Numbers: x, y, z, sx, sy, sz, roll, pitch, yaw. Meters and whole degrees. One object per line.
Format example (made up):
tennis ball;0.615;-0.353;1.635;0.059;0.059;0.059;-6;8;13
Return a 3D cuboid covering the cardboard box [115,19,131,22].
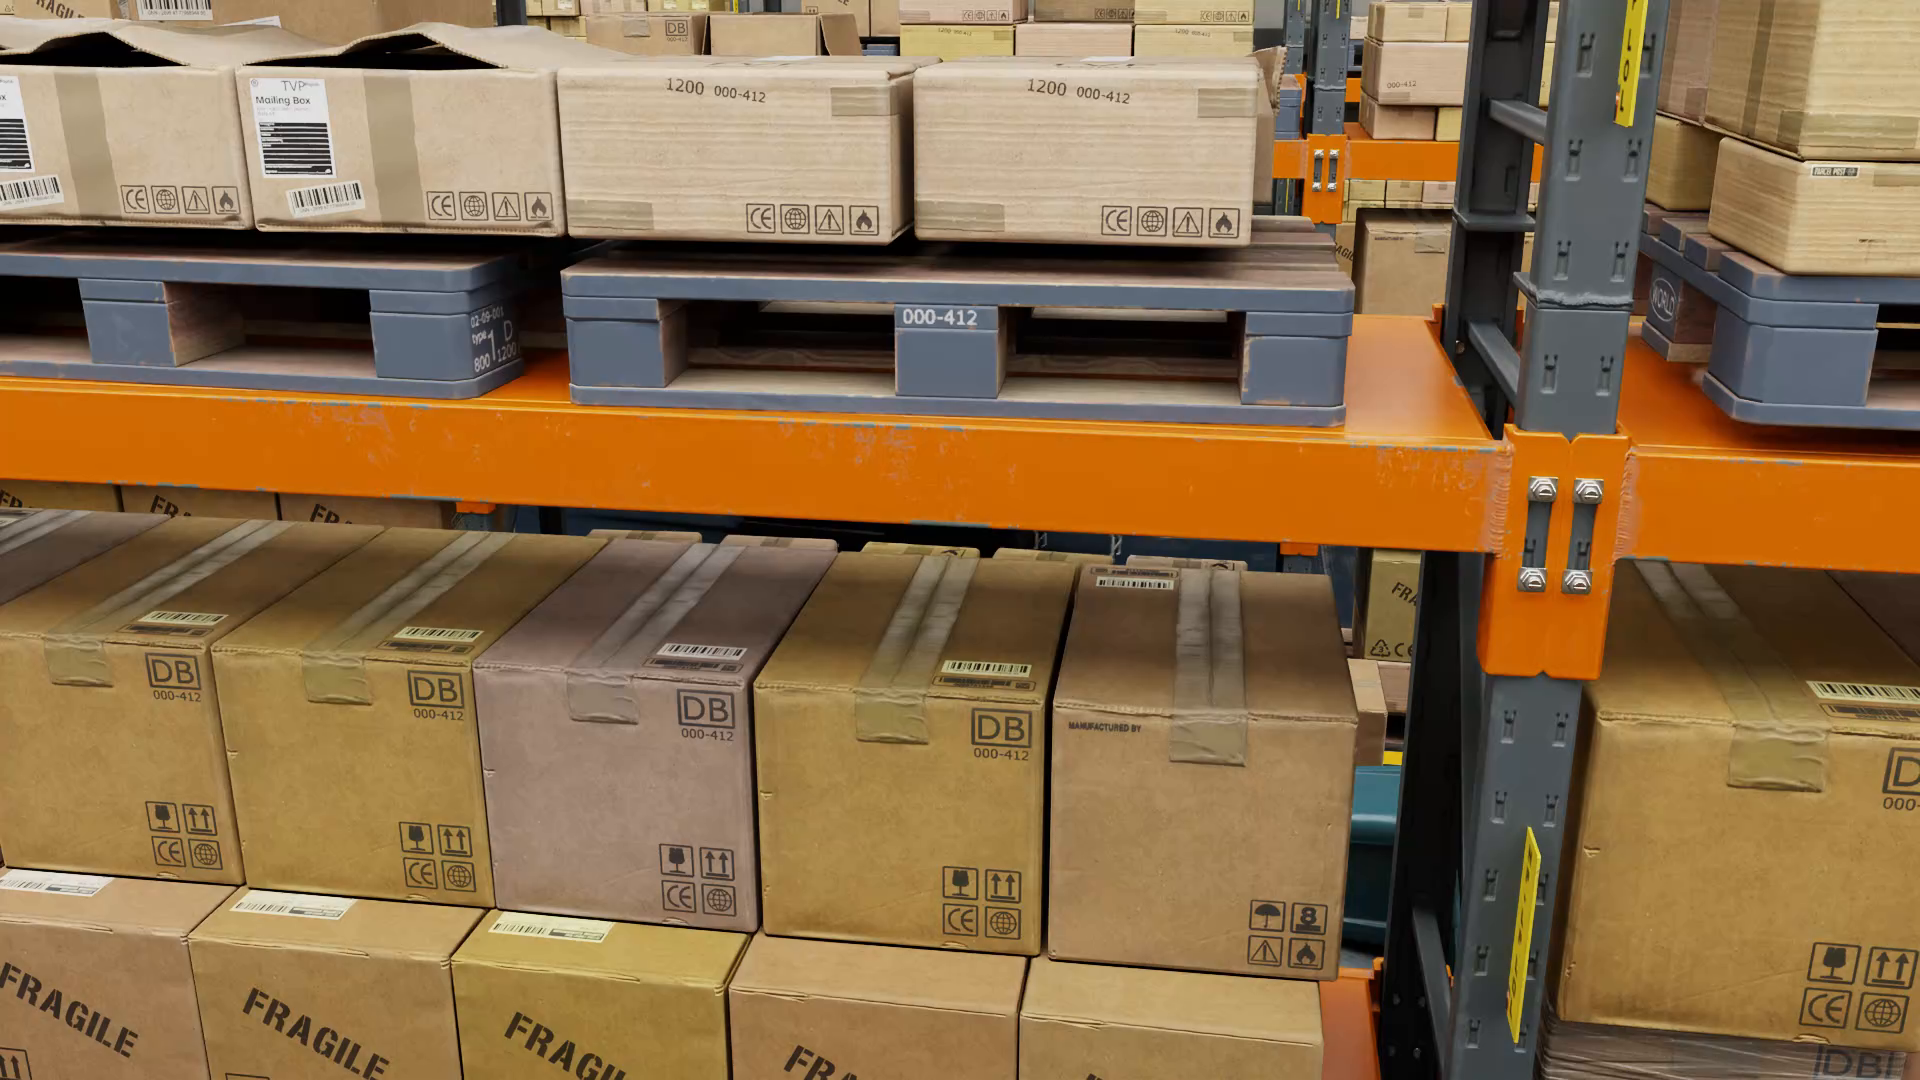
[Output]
cardboard box;-3.737;-2.326;7.850;0.258;0.266;0.396;2;19;7

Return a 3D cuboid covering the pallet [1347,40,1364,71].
pallet;3.257;-3.508;11.972;1.213;0.211;1.003;3;19;9

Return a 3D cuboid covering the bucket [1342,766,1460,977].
bucket;1.442;1.065;5.656;0.620;0.611;0.726;-1;16;31

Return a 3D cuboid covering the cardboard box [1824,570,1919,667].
cardboard box;1.862;0.386;2.983;0.550;0.550;0.875;3;19;9

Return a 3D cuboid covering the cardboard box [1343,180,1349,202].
cardboard box;2.679;-2.549;12.046;0.250;0.149;0.380;3;19;10

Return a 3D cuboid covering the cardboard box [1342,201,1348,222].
cardboard box;2.684;-2.419;12.125;0.250;0.149;0.380;3;19;8

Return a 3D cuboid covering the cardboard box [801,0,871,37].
cardboard box;-0.862;-3.967;12.228;0.500;0.500;0.500;3;19;9

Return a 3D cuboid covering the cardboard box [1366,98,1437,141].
cardboard box;1.899;-1.817;7.175;0.250;0.149;0.380;3;19;8

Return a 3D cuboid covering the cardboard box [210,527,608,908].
cardboard box;-1.055;0.327;3.364;0.500;0.500;0.700;3;19;8

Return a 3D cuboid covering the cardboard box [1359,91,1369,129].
cardboard box;1.988;-1.990;7.692;0.250;0.149;0.380;3;19;9

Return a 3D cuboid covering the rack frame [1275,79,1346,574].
rack frame;1.627;-0.607;7.890;0.127;3.000;1.000;3;19;9

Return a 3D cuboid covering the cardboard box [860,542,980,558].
cardboard box;-0.288;0.345;8.525;0.625;0.372;0.950;4;19;10

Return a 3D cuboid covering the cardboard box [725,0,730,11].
cardboard box;-1.858;-4.150;12.892;0.250;0.149;0.380;2;19;7

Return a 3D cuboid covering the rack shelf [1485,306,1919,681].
rack shelf;2.917;-0.032;2.577;4.000;0.370;1.077;3;19;9

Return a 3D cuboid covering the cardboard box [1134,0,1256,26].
cardboard box;1.035;-2.384;7.260;0.500;0.250;0.500;3;19;10

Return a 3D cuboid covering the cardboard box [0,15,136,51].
cardboard box;-1.928;-0.921;3.421;0.500;0.311;0.500;3;19;9

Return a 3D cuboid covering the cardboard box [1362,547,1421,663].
cardboard box;2.167;0.256;7.799;0.500;0.500;0.500;4;19;11

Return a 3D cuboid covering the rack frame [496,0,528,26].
rack frame;-2.322;-3.653;7.540;0.127;3.000;1.000;3;19;9

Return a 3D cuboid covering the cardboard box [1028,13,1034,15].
cardboard box;0.576;-3.839;12.370;0.250;0.166;0.380;3;19;9

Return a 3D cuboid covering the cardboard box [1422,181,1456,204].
cardboard box;3.442;-2.509;11.927;0.250;0.149;0.380;3;19;10

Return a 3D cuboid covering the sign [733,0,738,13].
sign;-1.627;-3.861;12.074;0.005;0.325;0.100;3;19;9

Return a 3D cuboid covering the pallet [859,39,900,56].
pallet;-0.854;-3.690;12.675;1.003;0.211;1.213;4;19;11

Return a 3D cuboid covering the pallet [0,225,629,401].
pallet;-1.259;-0.514;3.183;1.213;0.211;1.003;4;19;11

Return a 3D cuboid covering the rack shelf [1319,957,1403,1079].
rack shelf;-1.033;1.189;3.655;4.000;0.370;1.077;3;19;9

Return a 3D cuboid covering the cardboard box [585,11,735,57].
cardboard box;-1.388;-2.227;7.848;0.500;0.500;0.700;3;19;9

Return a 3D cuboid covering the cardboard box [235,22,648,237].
cardboard box;-0.824;-0.697;2.753;0.500;0.311;0.500;2;19;7

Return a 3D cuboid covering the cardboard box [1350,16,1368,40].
cardboard box;2.806;-3.594;11.668;0.250;0.149;0.380;3;19;10

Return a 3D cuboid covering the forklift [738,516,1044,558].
forklift;-0.921;-1.496;10.655;3.031;2.935;1.130;6;19;16

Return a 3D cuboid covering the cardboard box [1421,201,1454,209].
cardboard box;3.433;-2.366;11.968;0.250;0.149;0.380;3;19;10

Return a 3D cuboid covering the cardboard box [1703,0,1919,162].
cardboard box;1.380;-0.678;2.322;0.500;0.250;0.500;3;19;9

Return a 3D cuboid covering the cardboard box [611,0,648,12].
cardboard box;-2.438;-4.014;12.483;0.250;0.149;0.380;2;19;7

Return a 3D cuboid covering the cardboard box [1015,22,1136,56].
cardboard box;0.529;-2.169;7.404;0.500;0.250;0.500;3;19;9

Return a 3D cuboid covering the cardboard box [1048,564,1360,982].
cardboard box;0.451;0.404;3.135;0.500;0.500;0.700;3;19;8

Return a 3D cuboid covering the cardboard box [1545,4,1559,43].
cardboard box;2.407;-2.150;6.914;0.250;0.149;0.380;2;19;7

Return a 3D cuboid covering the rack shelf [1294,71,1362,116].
rack shelf;4.386;-3.143;11.876;4.000;0.370;1.077;3;19;9

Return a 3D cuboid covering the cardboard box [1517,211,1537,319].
cardboard box;2.528;-1.147;7.302;0.500;0.500;0.700;3;19;9

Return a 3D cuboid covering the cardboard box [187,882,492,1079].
cardboard box;-1.115;0.883;3.278;0.500;0.500;0.500;3;19;8

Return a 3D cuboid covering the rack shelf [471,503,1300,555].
rack shelf;-0.347;-0.367;8.305;4.000;0.370;1.077;3;19;9

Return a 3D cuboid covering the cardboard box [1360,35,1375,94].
cardboard box;2.108;-2.162;7.576;0.500;0.250;0.500;3;19;8

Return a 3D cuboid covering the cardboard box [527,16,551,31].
cardboard box;-3.193;-3.919;12.670;0.250;0.149;0.380;3;19;10

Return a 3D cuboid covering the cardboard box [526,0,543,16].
cardboard box;-3.206;-4.035;12.547;0.250;0.149;0.380;3;19;9

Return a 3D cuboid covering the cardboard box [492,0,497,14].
cardboard box;-3.647;-4.208;13.033;0.250;0.149;0.380;3;19;10

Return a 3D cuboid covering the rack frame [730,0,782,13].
rack frame;-1.538;-5.209;12.188;0.127;3.000;1.000;3;19;9

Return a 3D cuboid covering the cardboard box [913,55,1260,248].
cardboard box;0.219;-0.635;2.662;0.500;0.250;0.500;3;19;9

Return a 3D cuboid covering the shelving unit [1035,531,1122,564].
shelving unit;0.748;-0.476;10.334;0.503;1.200;0.258;6;19;16

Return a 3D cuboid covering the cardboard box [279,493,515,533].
cardboard box;-2.991;-0.061;8.944;0.875;0.875;0.875;3;19;8

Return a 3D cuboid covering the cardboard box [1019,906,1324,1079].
cardboard box;0.384;0.959;3.052;0.500;0.500;0.500;3;19;8

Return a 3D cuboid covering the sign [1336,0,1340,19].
sign;1.543;-2.287;6.749;0.005;0.325;0.100;3;19;9

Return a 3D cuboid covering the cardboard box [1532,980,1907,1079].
cardboard box;1.308;0.893;3.172;0.550;0.550;0.875;3;19;9
